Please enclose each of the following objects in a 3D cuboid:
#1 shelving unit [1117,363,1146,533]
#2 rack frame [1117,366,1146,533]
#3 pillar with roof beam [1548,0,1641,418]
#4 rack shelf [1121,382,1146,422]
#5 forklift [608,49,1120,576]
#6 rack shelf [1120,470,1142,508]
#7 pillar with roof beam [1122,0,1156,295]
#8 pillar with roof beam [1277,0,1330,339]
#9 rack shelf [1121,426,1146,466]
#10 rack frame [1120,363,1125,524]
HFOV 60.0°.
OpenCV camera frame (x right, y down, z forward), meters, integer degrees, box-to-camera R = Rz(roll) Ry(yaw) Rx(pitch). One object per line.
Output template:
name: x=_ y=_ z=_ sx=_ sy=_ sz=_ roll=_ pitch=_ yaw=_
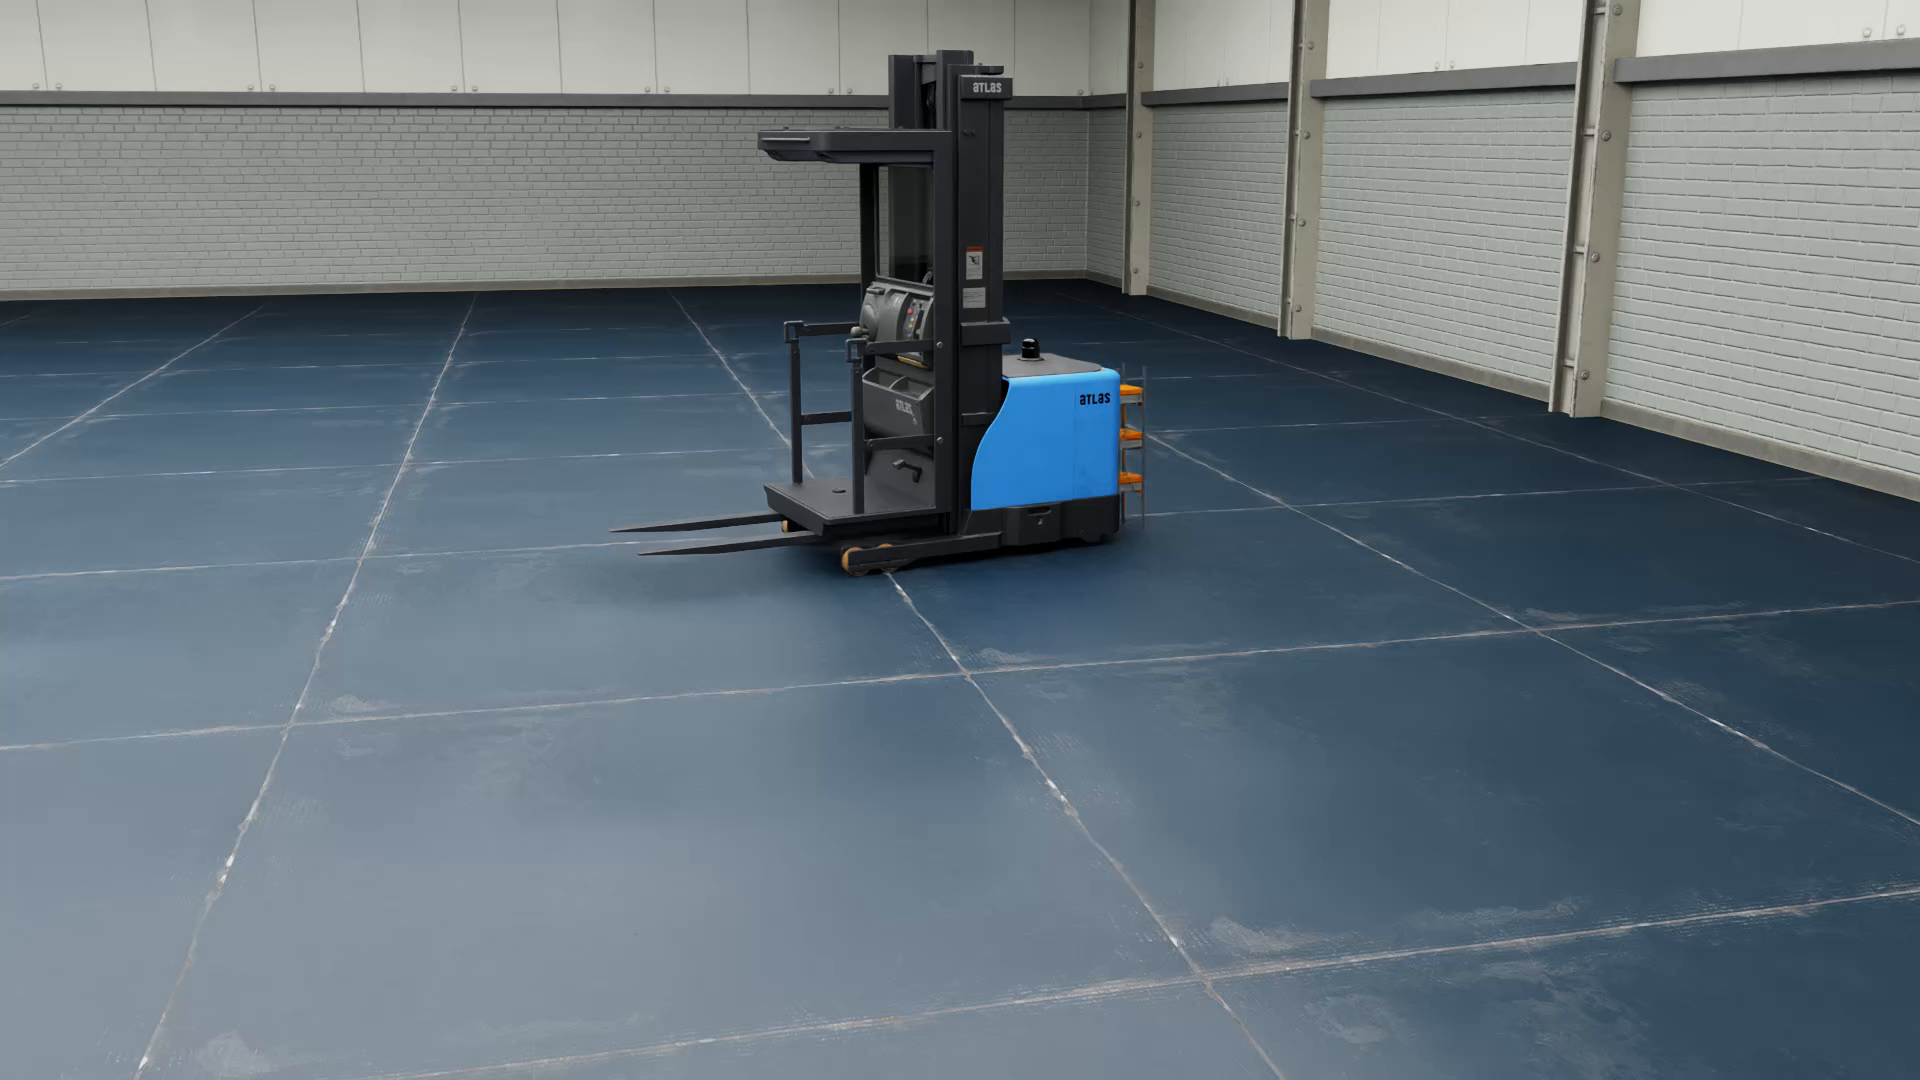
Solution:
shelving unit: x=1.028 y=-0.589 z=10.607 sx=0.215 sy=1.050 sz=0.252 roll=-7 pitch=13 yaw=-26
rack frame: x=1.082 y=-0.567 z=10.500 sx=0.200 sy=1.050 sz=0.008 roll=-7 pitch=13 yaw=-26
pillar with roof beam: x=1.420 y=-5.285 z=13.098 sx=9.100 sy=9.000 sz=0.400 roll=-3 pitch=14 yaw=-13
rack shelf: x=1.024 y=-0.856 z=10.550 sx=0.215 sy=0.259 sz=0.240 roll=-7 pitch=13 yaw=-26
forklift: x=-0.561 y=-1.359 z=9.812 sx=3.031 sy=2.935 sz=1.130 roll=-7 pitch=15 yaw=-25
rack shelf: x=1.032 y=-0.306 z=10.666 sx=0.215 sy=0.259 sz=0.240 roll=-7 pitch=13 yaw=-26
pillar with roof beam: x=-1.398 y=-8.053 z=24.429 sx=9.100 sy=9.000 sz=0.400 roll=-3 pitch=14 yaw=-13
pillar with roof beam: x=0.011 y=-6.669 z=18.764 sx=9.100 sy=9.000 sz=0.400 roll=-3 pitch=14 yaw=-13
rack shelf: x=1.028 y=-0.578 z=10.609 sx=0.215 sy=0.259 sz=0.240 roll=-7 pitch=13 yaw=-26
rack frame: x=0.973 y=-0.610 z=10.713 sx=0.200 sy=1.050 sz=0.008 roll=-7 pitch=13 yaw=-26
